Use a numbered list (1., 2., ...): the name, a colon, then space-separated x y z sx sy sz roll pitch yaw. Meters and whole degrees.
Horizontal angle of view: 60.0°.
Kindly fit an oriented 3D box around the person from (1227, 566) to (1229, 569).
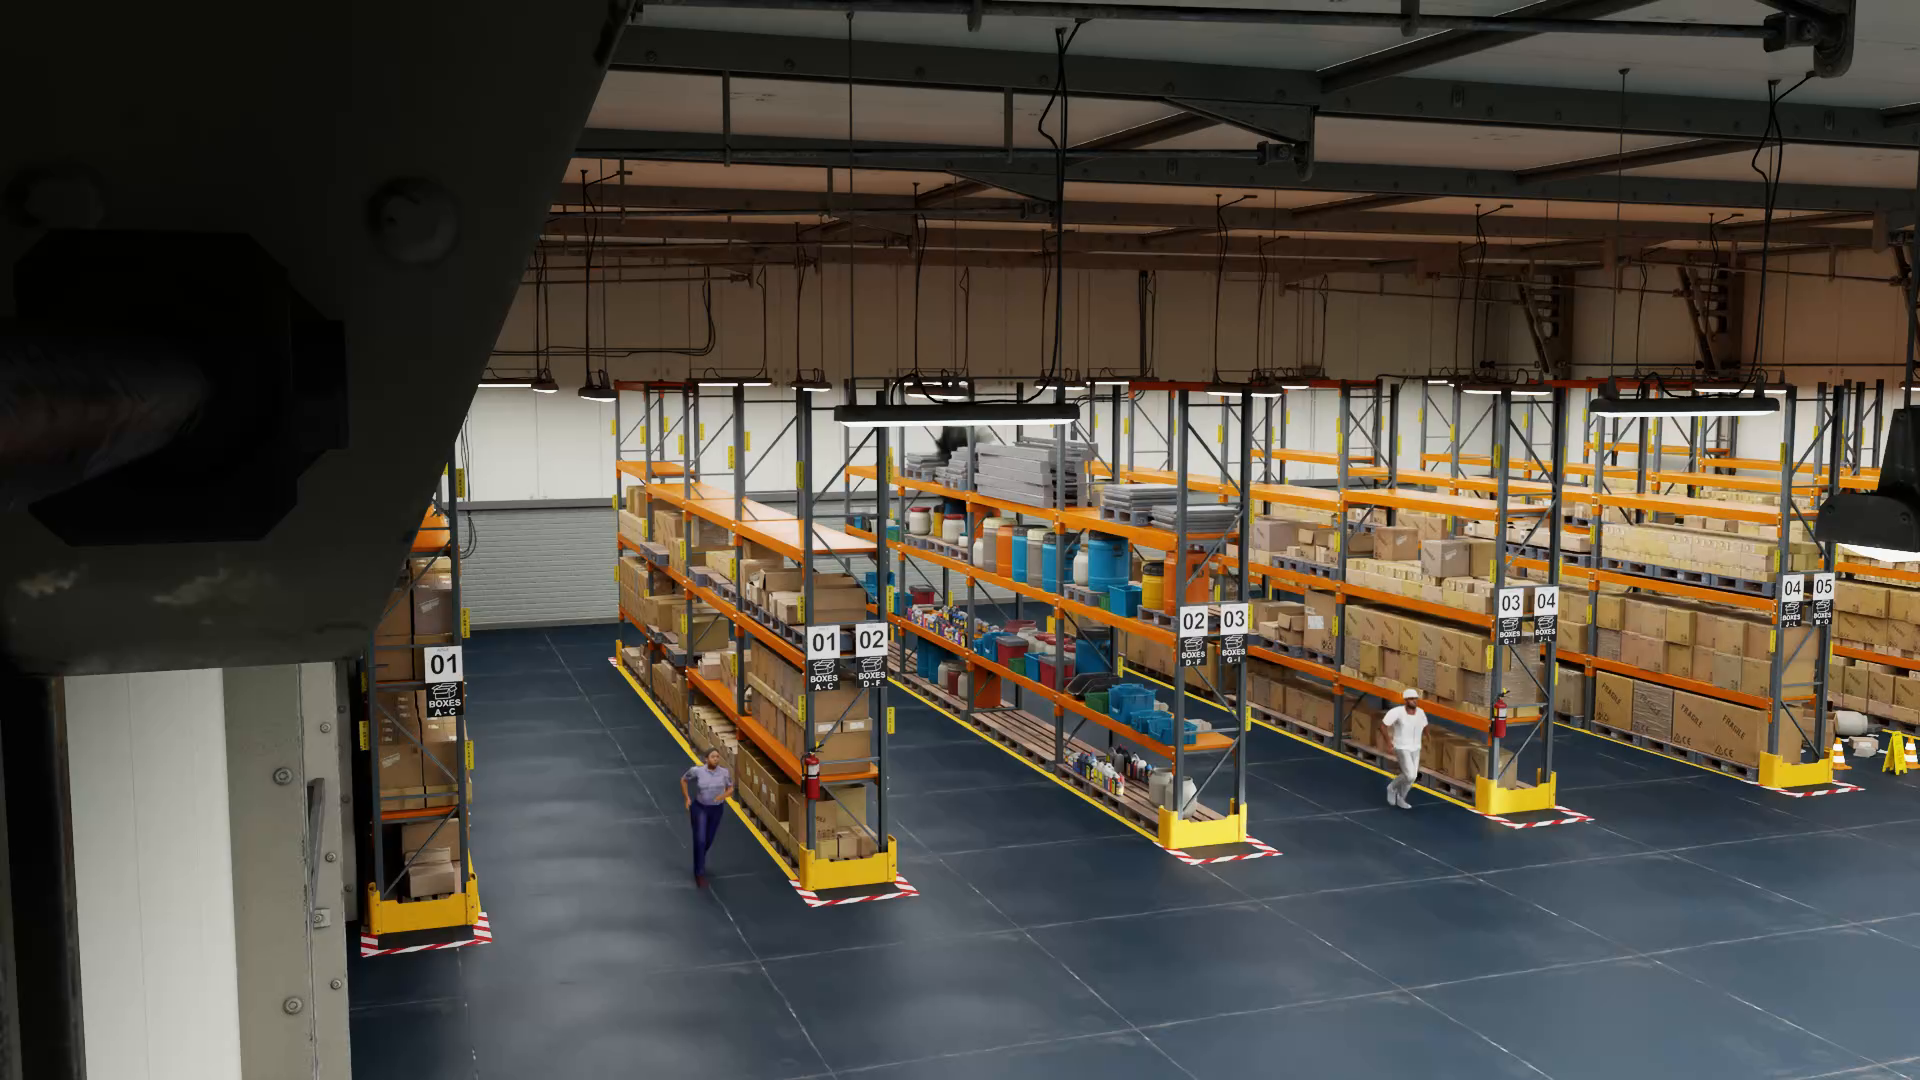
1. person: 6.028 1.407 38.380 0.743 1.736 0.908 -1 6 -10

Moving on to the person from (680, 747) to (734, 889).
1. person: -3.098 3.380 20.500 0.620 1.669 0.864 -3 7 -25

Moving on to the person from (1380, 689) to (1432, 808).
1. person: 6.400 2.971 23.652 0.704 1.727 0.559 -3 7 -23
